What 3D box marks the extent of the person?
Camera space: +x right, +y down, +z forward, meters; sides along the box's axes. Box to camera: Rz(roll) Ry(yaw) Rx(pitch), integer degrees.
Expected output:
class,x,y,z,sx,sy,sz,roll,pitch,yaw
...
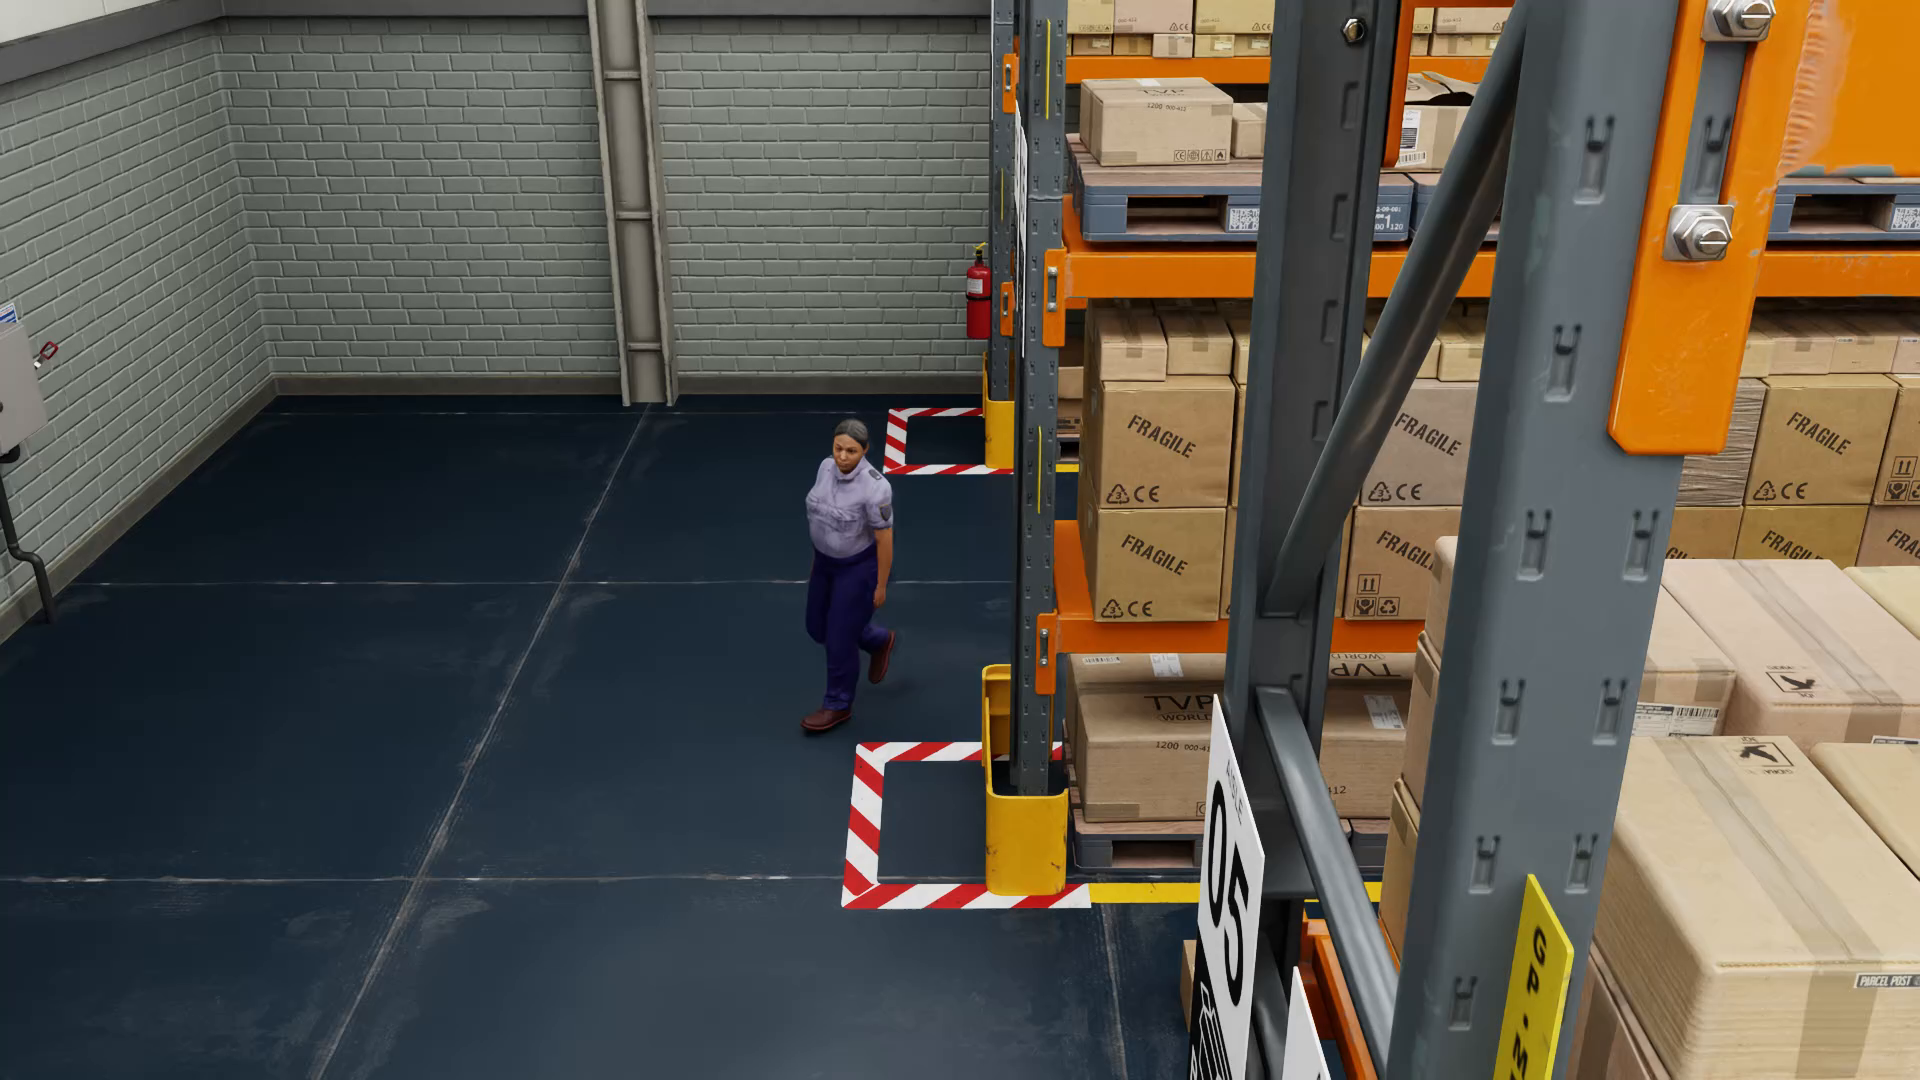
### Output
class,x,y,z,sx,sy,sz,roll,pitch,yaw
person,-0.527,0.142,8.289,0.703,1.624,0.494,-20,31,-37
